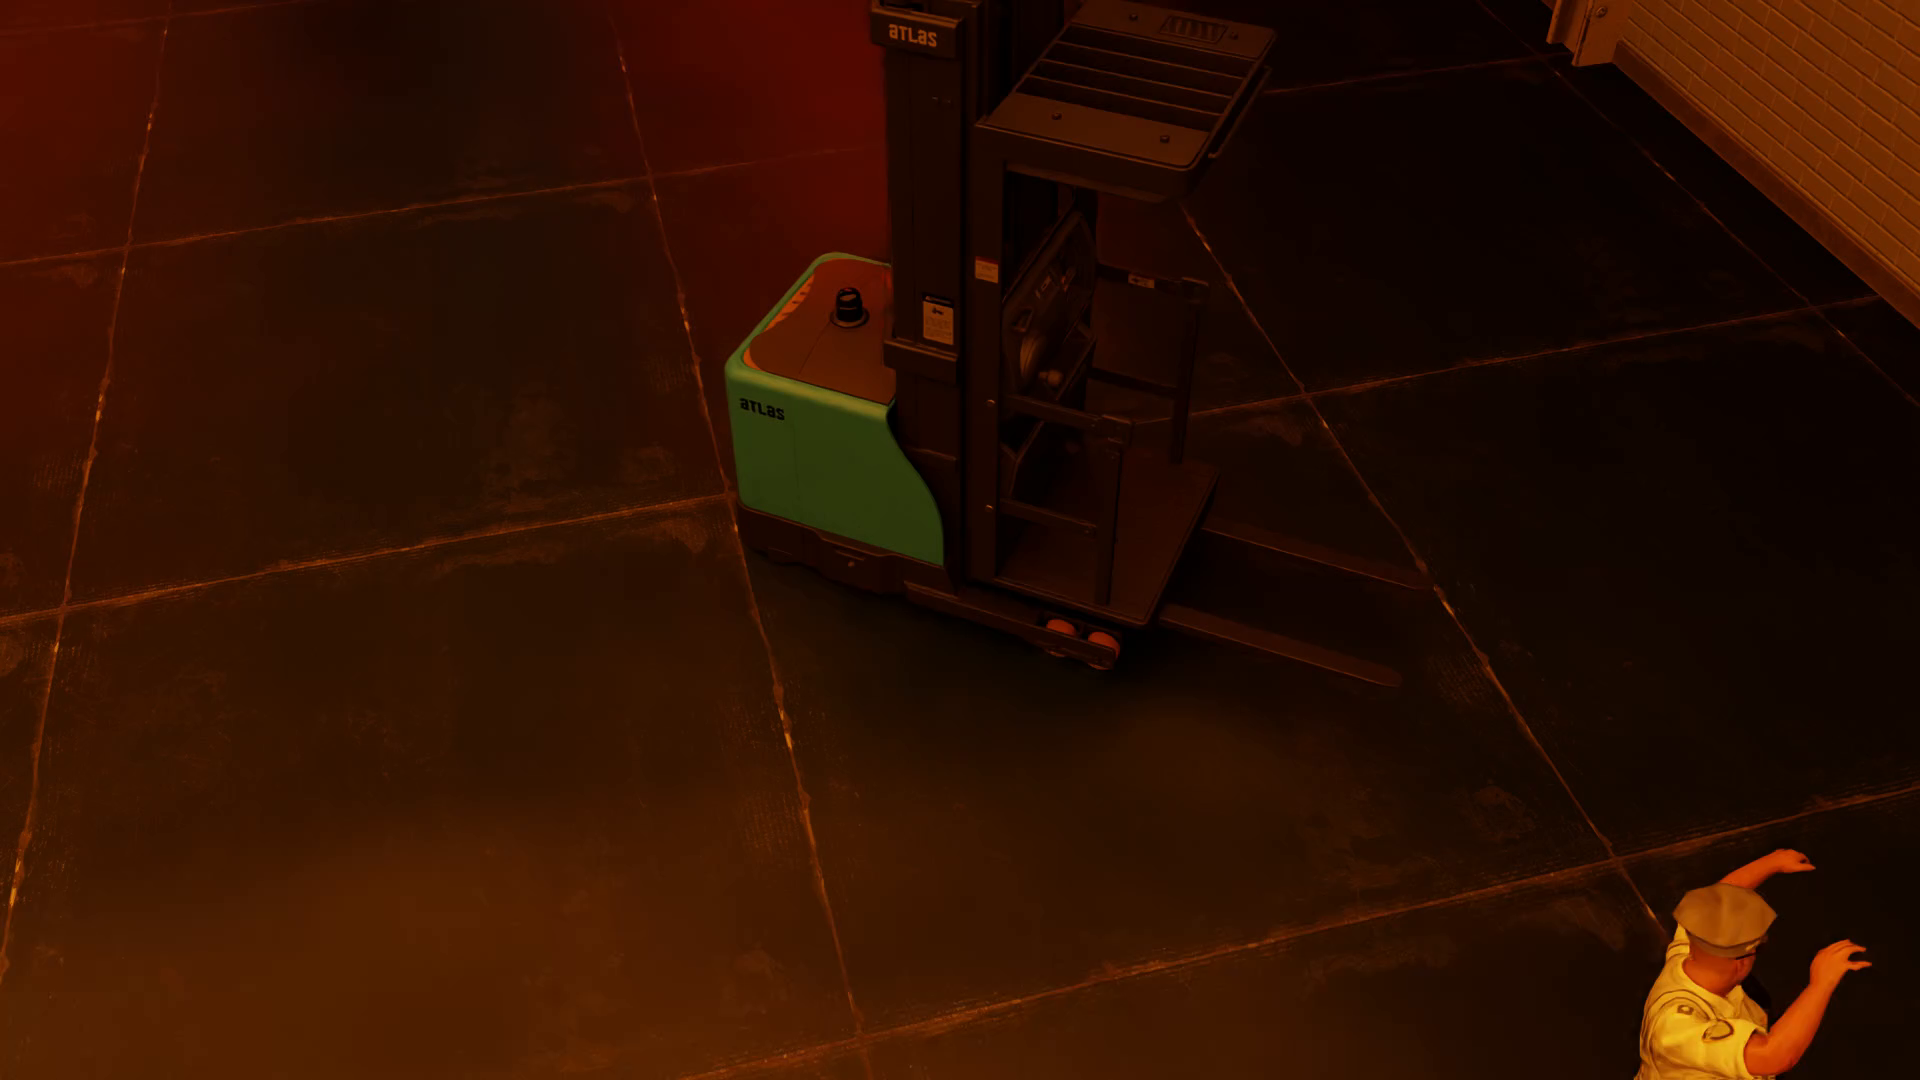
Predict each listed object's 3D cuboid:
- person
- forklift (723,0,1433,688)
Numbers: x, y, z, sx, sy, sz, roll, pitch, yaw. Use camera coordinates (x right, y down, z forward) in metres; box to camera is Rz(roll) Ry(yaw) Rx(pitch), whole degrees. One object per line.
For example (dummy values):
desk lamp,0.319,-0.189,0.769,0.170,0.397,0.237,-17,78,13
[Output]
person,2.455,1.617,5.032,1.064,1.526,0.889,-26,49,-25
forklift,0.547,-0.923,6.621,3.031,2.935,1.130,17,46,17
